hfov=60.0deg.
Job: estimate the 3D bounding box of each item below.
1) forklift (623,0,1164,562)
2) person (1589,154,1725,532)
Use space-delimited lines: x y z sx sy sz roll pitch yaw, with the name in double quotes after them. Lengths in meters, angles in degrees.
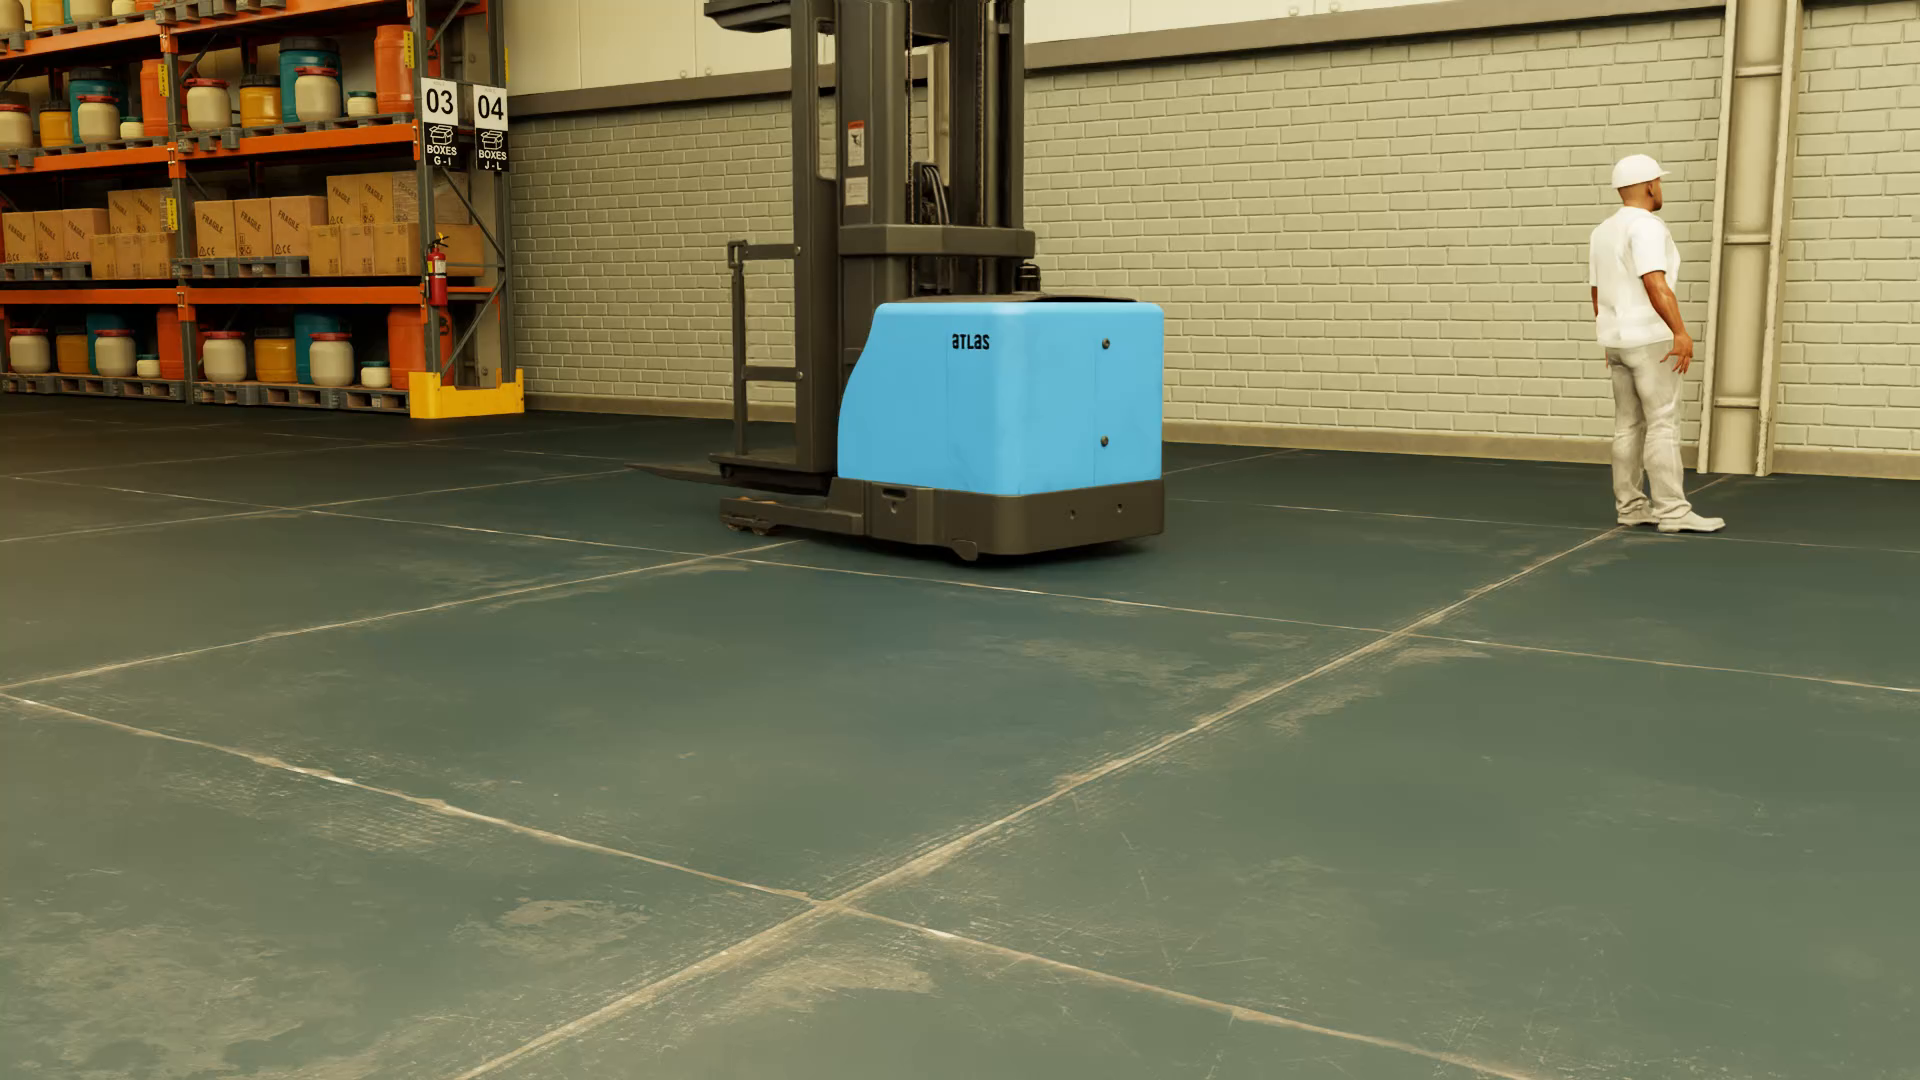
-0.495 -1.516 7.852 1.130 2.935 3.031 -8 11 -44 "forklift"
3.320 -0.945 7.958 0.549 1.770 0.664 -1 8 -6 "person"
